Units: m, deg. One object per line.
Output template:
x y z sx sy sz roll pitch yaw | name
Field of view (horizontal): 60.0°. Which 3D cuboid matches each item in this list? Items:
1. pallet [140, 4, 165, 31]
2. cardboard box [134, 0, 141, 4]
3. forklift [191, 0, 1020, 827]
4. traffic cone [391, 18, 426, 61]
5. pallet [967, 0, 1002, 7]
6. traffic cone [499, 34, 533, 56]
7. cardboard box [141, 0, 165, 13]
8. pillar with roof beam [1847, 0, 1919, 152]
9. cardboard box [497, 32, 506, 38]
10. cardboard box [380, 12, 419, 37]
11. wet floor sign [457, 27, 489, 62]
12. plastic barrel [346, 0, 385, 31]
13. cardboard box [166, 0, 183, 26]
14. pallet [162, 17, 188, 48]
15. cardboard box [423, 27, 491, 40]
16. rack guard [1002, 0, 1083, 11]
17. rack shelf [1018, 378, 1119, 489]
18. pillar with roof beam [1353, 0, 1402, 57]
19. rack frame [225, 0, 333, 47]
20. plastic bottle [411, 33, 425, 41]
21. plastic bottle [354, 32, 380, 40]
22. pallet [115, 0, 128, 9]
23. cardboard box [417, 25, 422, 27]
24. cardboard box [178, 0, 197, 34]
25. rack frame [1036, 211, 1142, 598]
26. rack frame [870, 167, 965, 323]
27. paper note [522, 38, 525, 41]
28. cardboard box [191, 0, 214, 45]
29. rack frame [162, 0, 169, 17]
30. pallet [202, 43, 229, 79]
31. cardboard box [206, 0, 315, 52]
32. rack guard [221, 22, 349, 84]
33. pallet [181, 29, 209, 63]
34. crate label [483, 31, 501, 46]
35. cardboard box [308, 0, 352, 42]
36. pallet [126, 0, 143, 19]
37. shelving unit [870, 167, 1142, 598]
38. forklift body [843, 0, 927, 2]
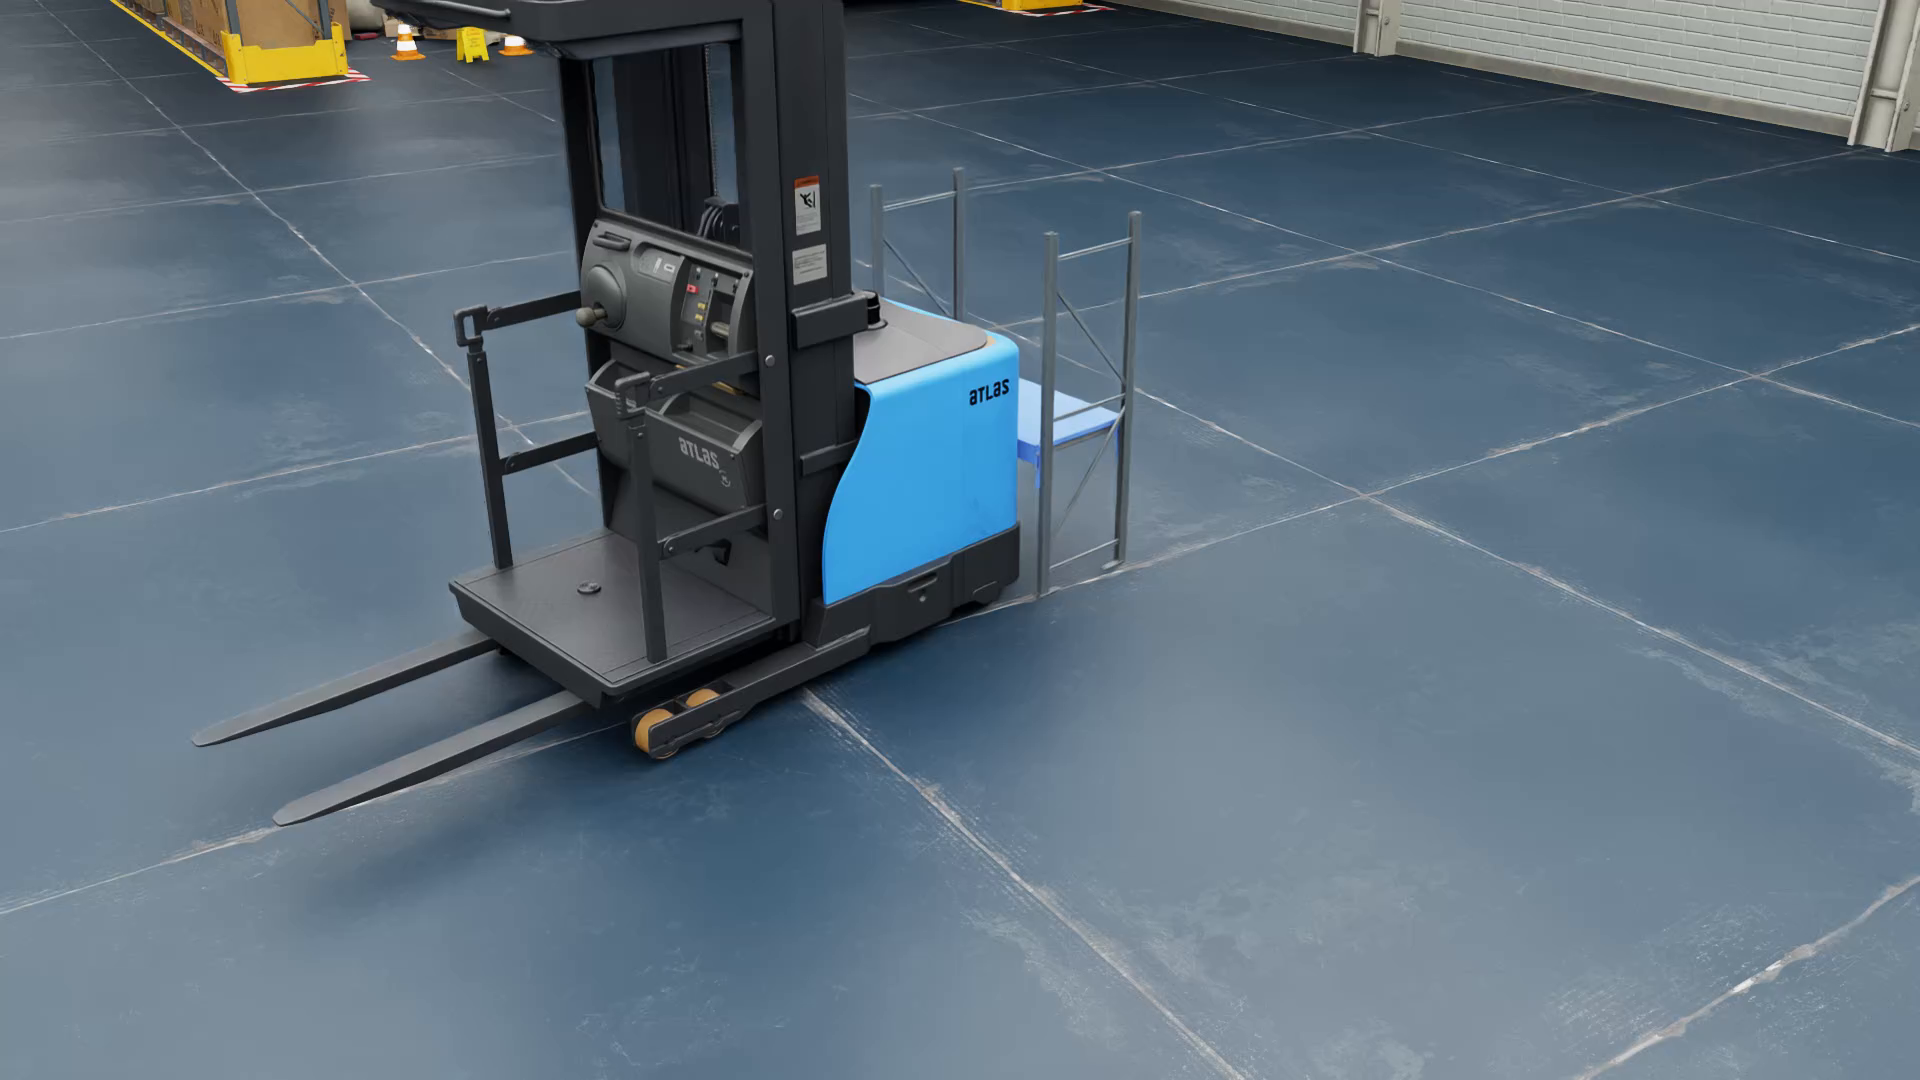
-9.805 -6.718 21.234 1.003 0.211 1.213 -16 29 -30 | pallet
-10.258 -7.440 21.640 1.050 0.750 0.750 -16 29 -30 | cardboard box
-1.166 -0.829 5.572 3.031 2.935 1.130 -23 33 -39 | forklift
-6.237 -5.664 18.705 0.336 0.463 0.334 -16 29 -30 | traffic cone
0.659 -7.641 23.188 1.003 0.211 1.213 -16 29 -30 | pallet
-5.105 -5.805 19.005 0.336 0.463 0.334 -16 29 -30 | traffic cone
-9.735 -7.094 20.907 1.050 0.750 0.750 -16 29 -30 | cardboard box
4.431 -6.514 10.508 9.100 9.000 0.400 -16 29 -30 | pillar with roof beam
-5.453 -6.188 20.184 0.380 0.149 0.250 -1 25 -3 | cardboard box
-6.839 -6.299 20.281 0.396 0.266 0.258 -10 27 -21 | cardboard box
-5.462 -5.676 18.518 0.267 0.644 0.232 -22 33 -38 | wet floor sign
-7.416 -6.507 20.539 0.512 0.421 0.421 3 25 6 | plastic barrel
-9.036 -6.708 19.944 0.875 0.875 0.875 -15 29 -29 | cardboard box
-8.971 -6.169 20.071 1.003 0.211 1.213 -16 29 -30 | pallet
-6.125 -6.389 20.194 0.637 0.503 0.797 7 26 15 | cardboard box
1.125 -7.499 22.549 1.175 0.500 0.348 -16 29 -30 | rack guard
0.166 -0.517 7.009 0.538 0.185 1.000 -21 32 -37 | rack shelf
1.155 -8.660 15.054 9.100 9.000 0.400 -16 29 -30 | pillar with roof beam
-7.137 -6.290 17.060 1.000 3.000 0.127 -16 29 -30 | rack frame
-6.579 -6.051 19.996 0.283 0.061 0.133 18 31 33 | plastic bottle
-7.146 -6.079 20.057 0.133 0.061 0.283 18 31 33 | plastic bottle
-11.137 -7.591 23.082 1.003 0.211 1.213 -16 29 -30 | pallet
-6.643 -6.783 20.870 0.797 0.637 0.503 -16 29 -30 | cardboard box
-8.541 -6.387 19.263 0.875 0.875 0.875 -15 29 -29 | cardboard box
0.507 -0.518 6.591 0.500 1.500 0.032 -21 32 -37 | rack frame
-0.175 -0.840 7.273 0.500 1.500 0.032 -21 32 -37 | rack frame
-5.229 -6.011 19.948 0.142 0.019 0.148 18 31 33 | paper note
-8.045 -6.060 18.571 0.875 0.875 0.875 -16 30 -30 | cardboard box
-9.321 -7.721 20.091 1.000 3.000 0.127 -16 29 -30 | rack frame
-7.639 -5.297 18.223 1.003 0.211 1.213 -16 29 -30 | pallet
-7.563 -5.746 17.905 0.875 0.875 0.875 -15 29 -29 | cardboard box
-7.124 -5.151 17.576 1.175 0.500 0.348 -16 29 -30 | rack guard
-8.301 -5.733 19.146 1.003 0.211 1.213 -16 29 -30 | pallet
-5.586 -5.925 19.640 0.298 0.136 0.250 12 28 24 | crate label
-7.614 -6.275 19.954 0.500 0.500 0.500 -10 27 -21 | cardboard box
-10.475 -7.155 22.159 1.003 0.211 1.213 -16 29 -30 | pallet
0.166 -0.679 6.932 0.538 1.500 1.048 -21 32 -37 | shelving unit
-1.452 -8.507 22.751 2.313 2.155 1.214 -16 29 -30 | forklift body
